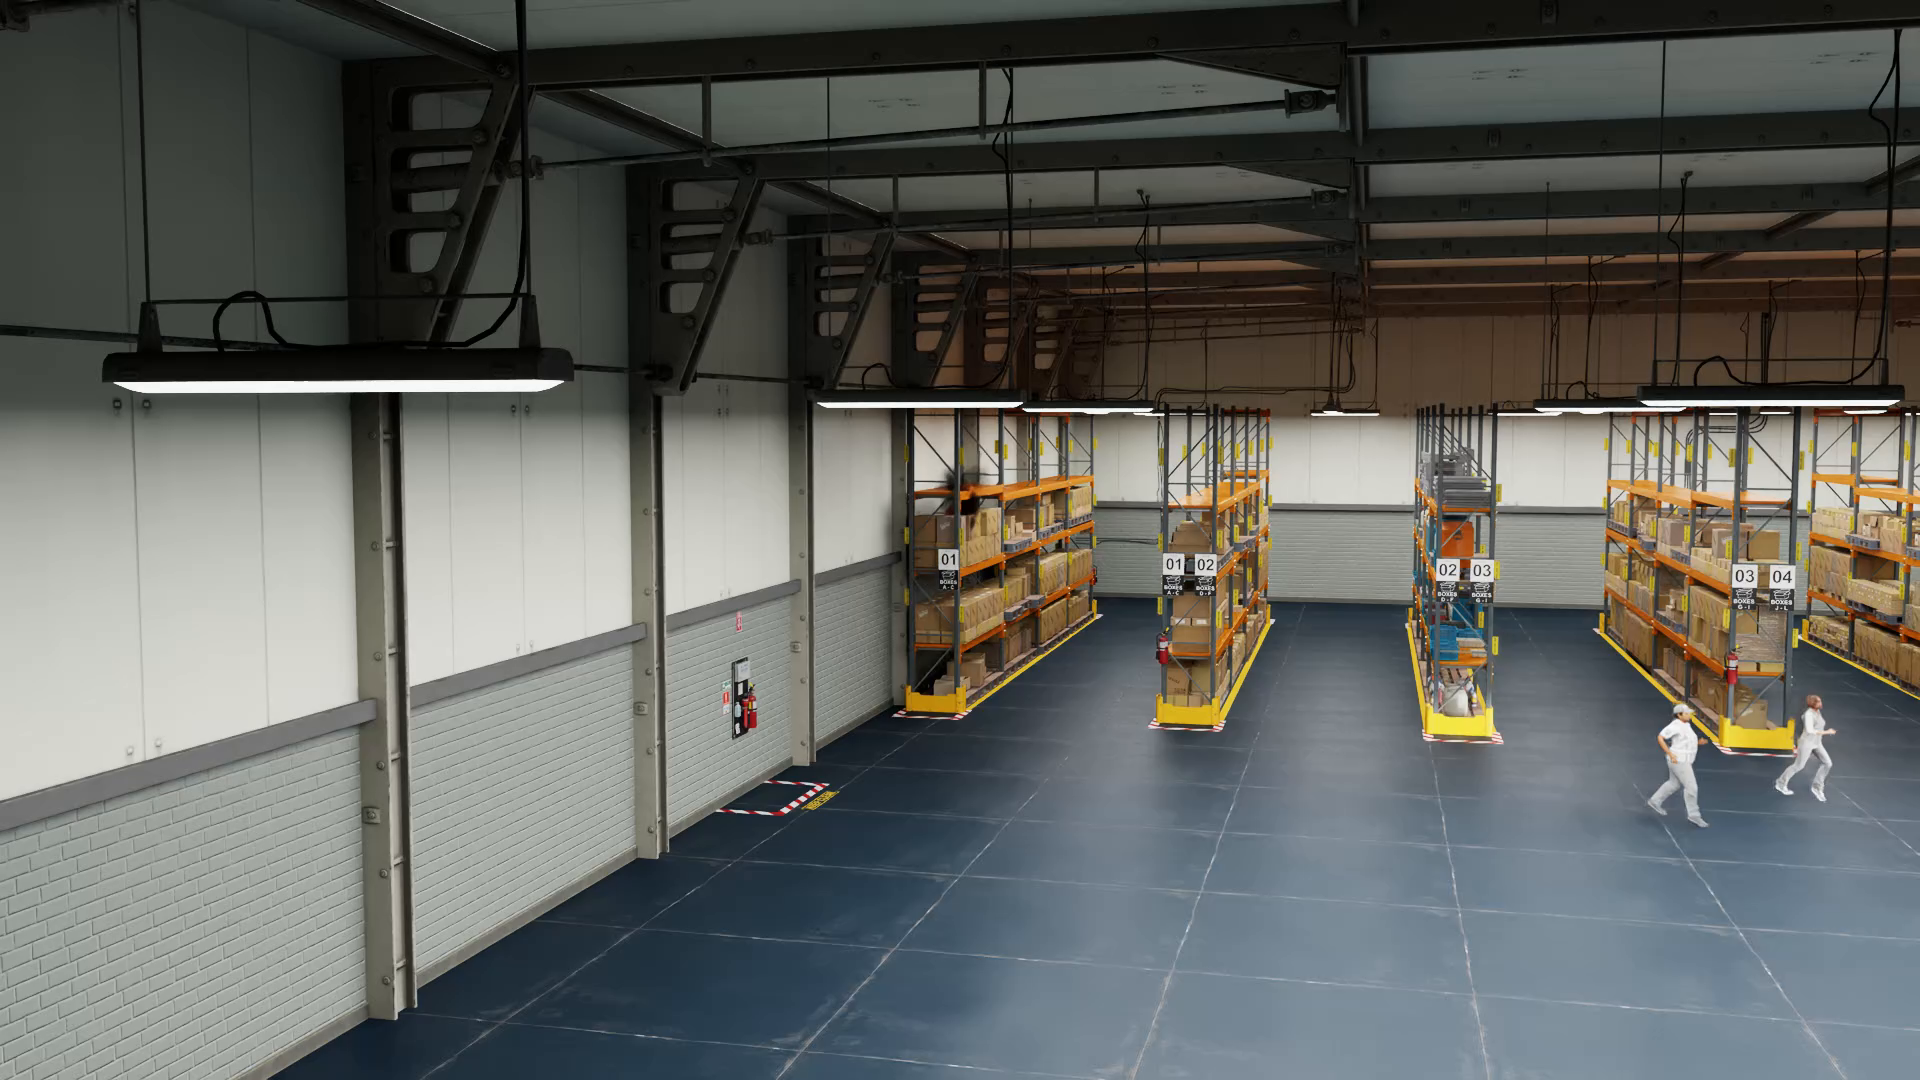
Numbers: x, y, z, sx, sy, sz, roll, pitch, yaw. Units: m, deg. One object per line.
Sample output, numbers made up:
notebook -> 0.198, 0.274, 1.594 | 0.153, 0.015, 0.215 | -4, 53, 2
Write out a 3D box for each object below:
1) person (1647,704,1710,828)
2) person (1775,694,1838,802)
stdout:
person -> 10.204, 3.164, 23.561 | 0.860, 1.696, 0.594 | 3, 5, 35
person -> 12.742, 3.107, 24.967 | 0.546, 1.619, 0.830 | -4, 6, -41
